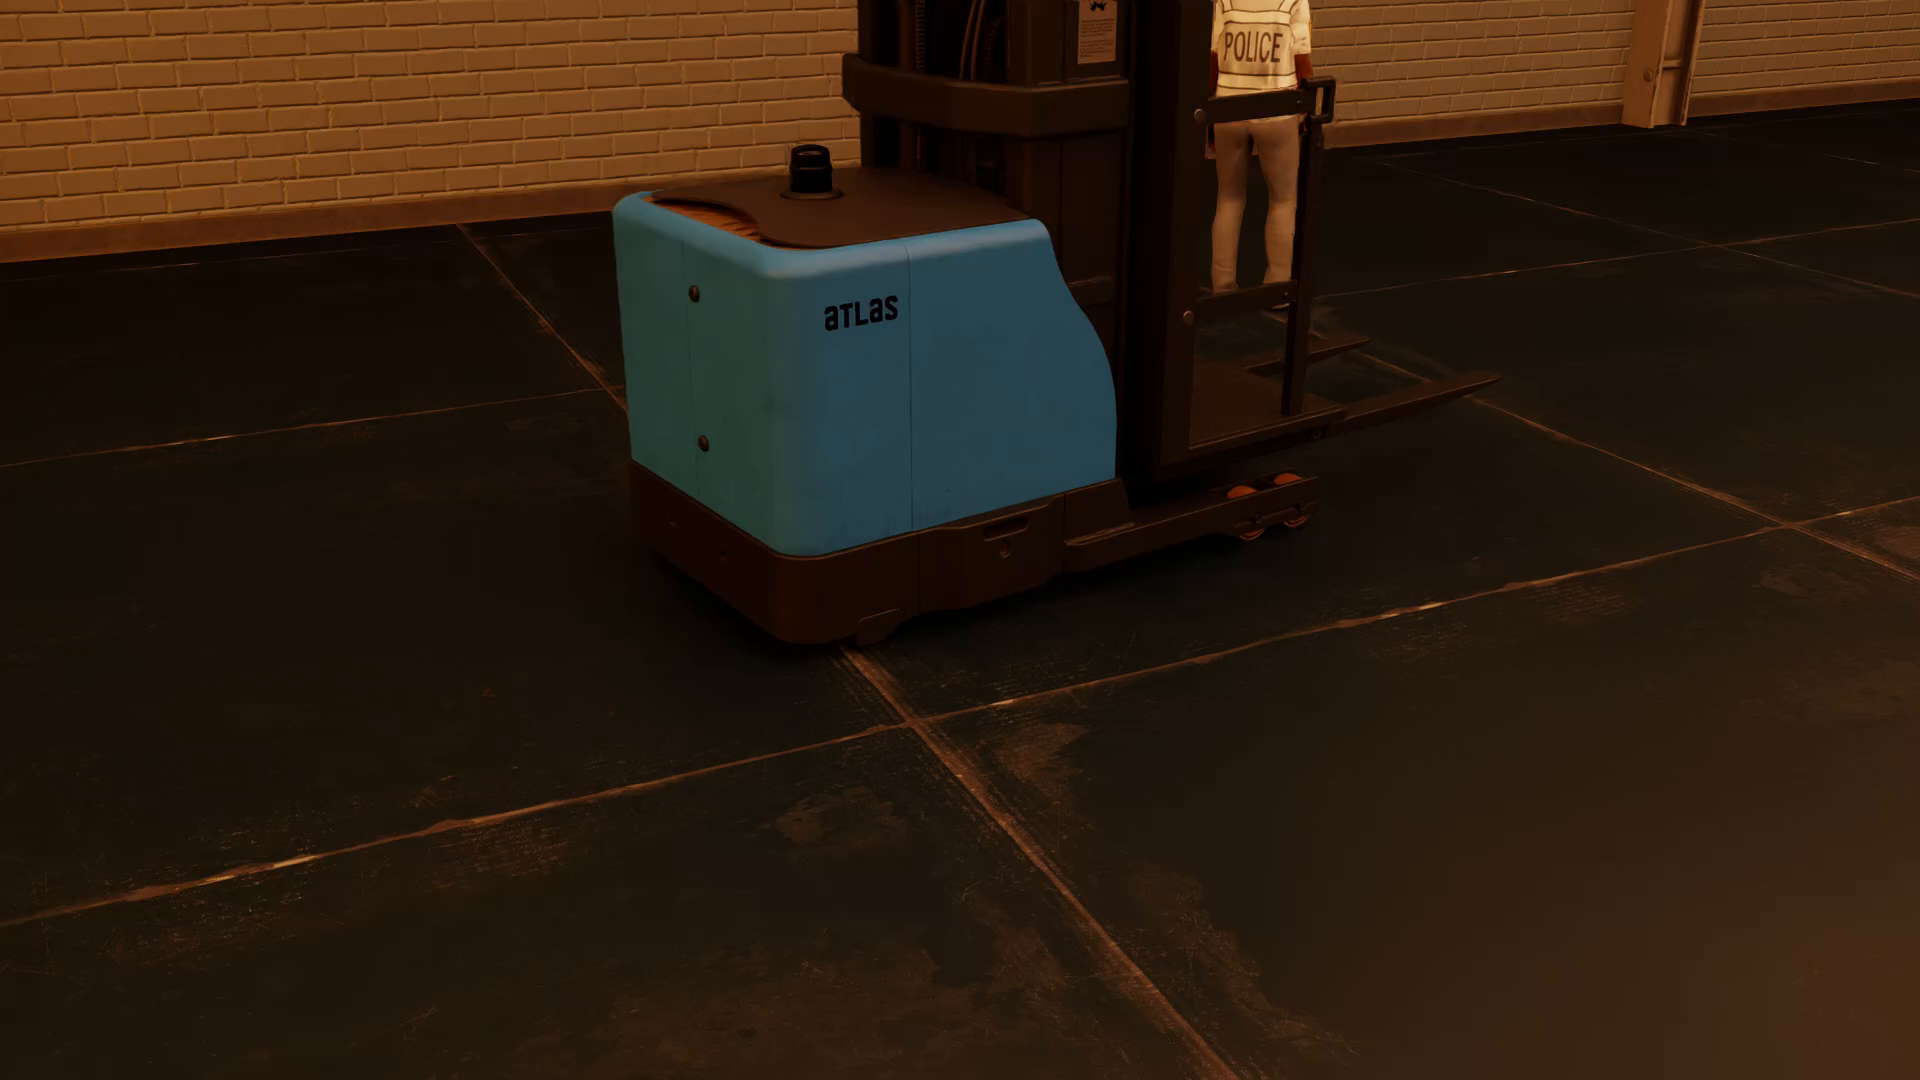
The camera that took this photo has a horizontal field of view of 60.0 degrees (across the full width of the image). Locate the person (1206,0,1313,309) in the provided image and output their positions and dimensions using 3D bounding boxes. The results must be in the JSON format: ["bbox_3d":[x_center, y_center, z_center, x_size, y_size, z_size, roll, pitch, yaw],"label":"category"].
[{"bbox_3d":[1.349,-1.882,7.477,0.530,1.660,0.398,9,24,21],"label":"person"}]

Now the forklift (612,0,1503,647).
[{"bbox_3d":[0.513,-1.501,4.900,3.031,2.935,1.130,-15,27,-32],"label":"forklift"}]
